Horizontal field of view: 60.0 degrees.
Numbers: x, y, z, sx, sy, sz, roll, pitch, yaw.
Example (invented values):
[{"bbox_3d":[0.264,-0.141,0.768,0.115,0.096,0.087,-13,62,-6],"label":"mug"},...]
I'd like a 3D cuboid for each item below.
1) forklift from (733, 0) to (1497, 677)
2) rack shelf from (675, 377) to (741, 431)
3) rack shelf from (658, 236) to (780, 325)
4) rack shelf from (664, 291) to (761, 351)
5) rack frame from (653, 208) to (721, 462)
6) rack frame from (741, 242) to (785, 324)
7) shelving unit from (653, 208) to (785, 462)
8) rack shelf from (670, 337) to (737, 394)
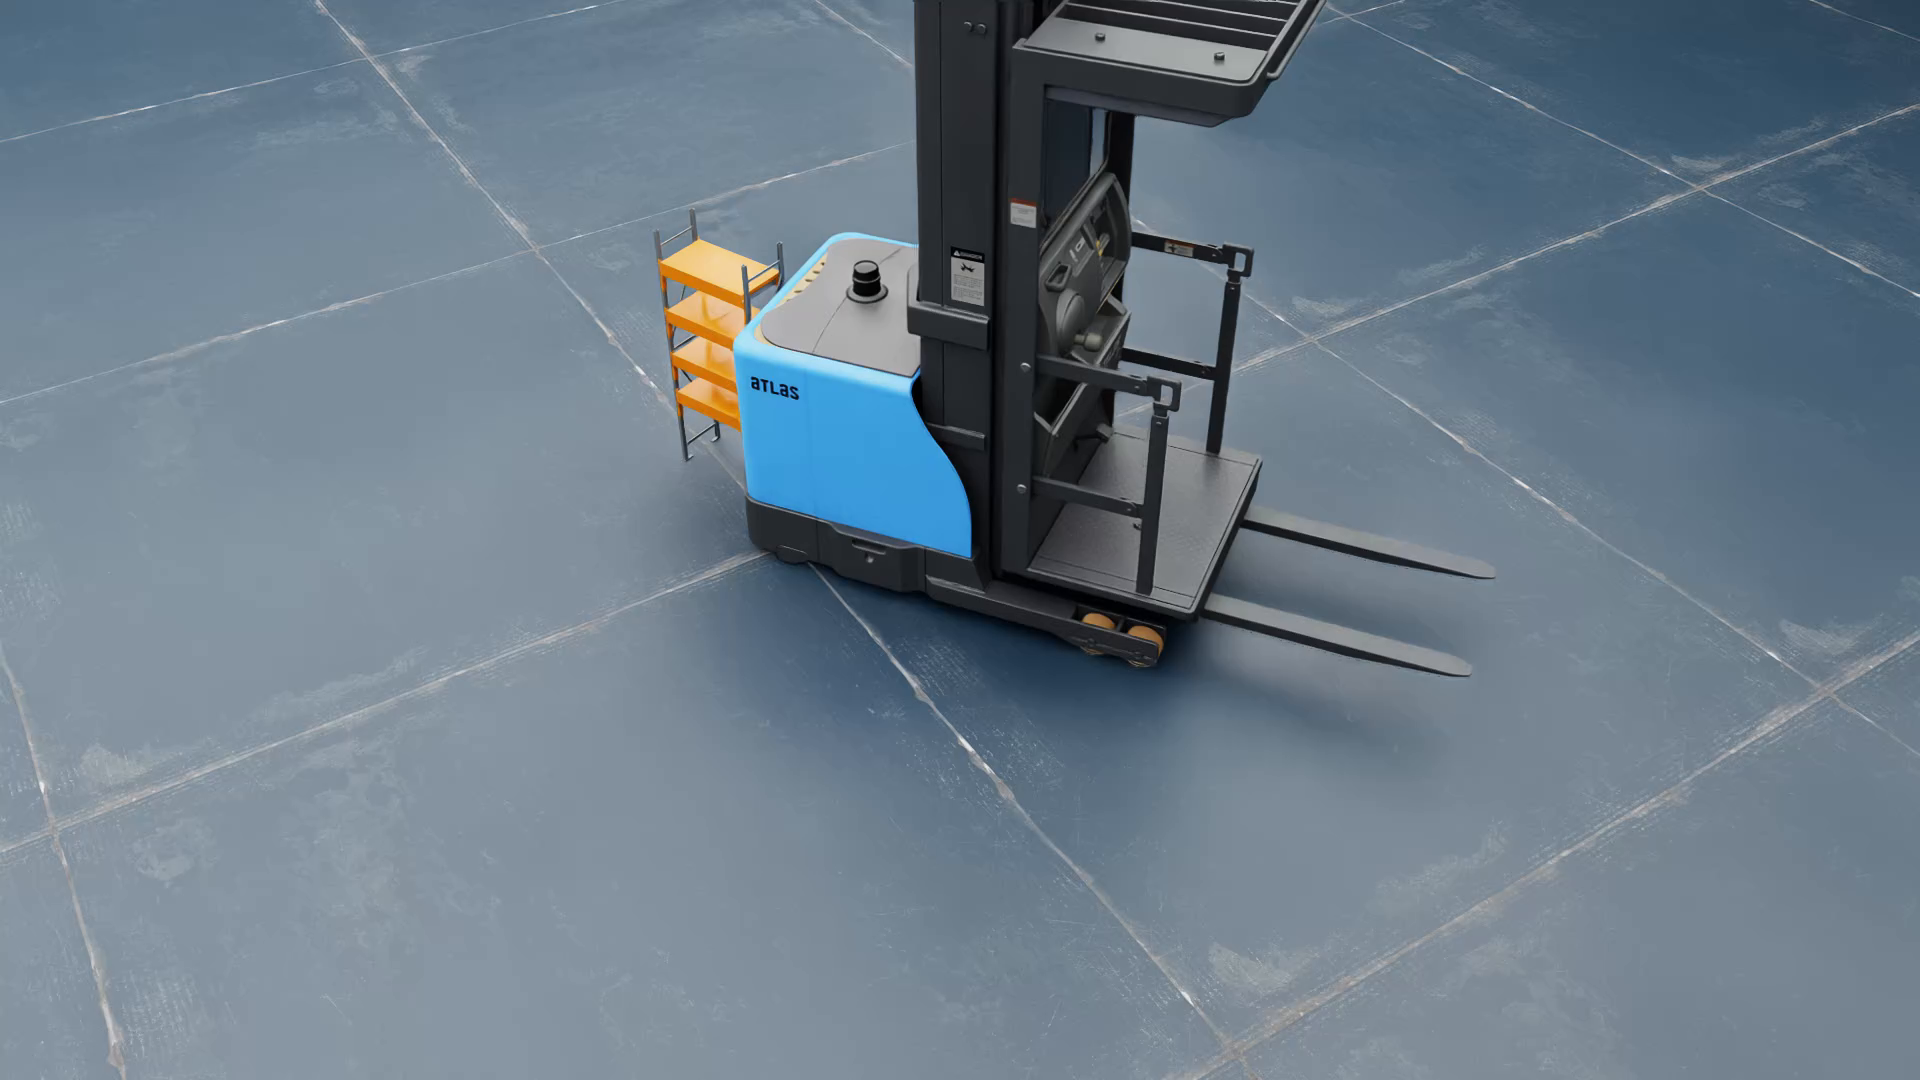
[{"bbox_3d":[0.655,-1.006,6.168,3.031,2.935,1.130,15,42,17],"label":"forklift"},{"bbox_3d":[-1.005,-0.591,7.437,0.480,0.148,0.258,25,46,27],"label":"rack shelf"},{"bbox_3d":[-1.005,-1.097,7.016,0.480,0.148,0.258,25,46,27],"label":"rack shelf"},{"bbox_3d":[-1.005,-0.915,7.167,0.480,0.148,0.258,25,46,27],"label":"rack shelf"},{"bbox_3d":[-1.203,-0.887,7.377,0.015,1.200,0.240,25,46,27],"label":"rack frame"},{"bbox_3d":[-0.807,-0.704,7.157,0.015,1.200,0.240,25,46,27],"label":"rack frame"},{"bbox_3d":[-1.005,-0.795,7.267,0.503,1.200,0.258,25,46,27],"label":"shelving unit"},{"bbox_3d":[-1.005,-0.744,7.310,0.480,0.148,0.258,25,46,27],"label":"rack shelf"}]
